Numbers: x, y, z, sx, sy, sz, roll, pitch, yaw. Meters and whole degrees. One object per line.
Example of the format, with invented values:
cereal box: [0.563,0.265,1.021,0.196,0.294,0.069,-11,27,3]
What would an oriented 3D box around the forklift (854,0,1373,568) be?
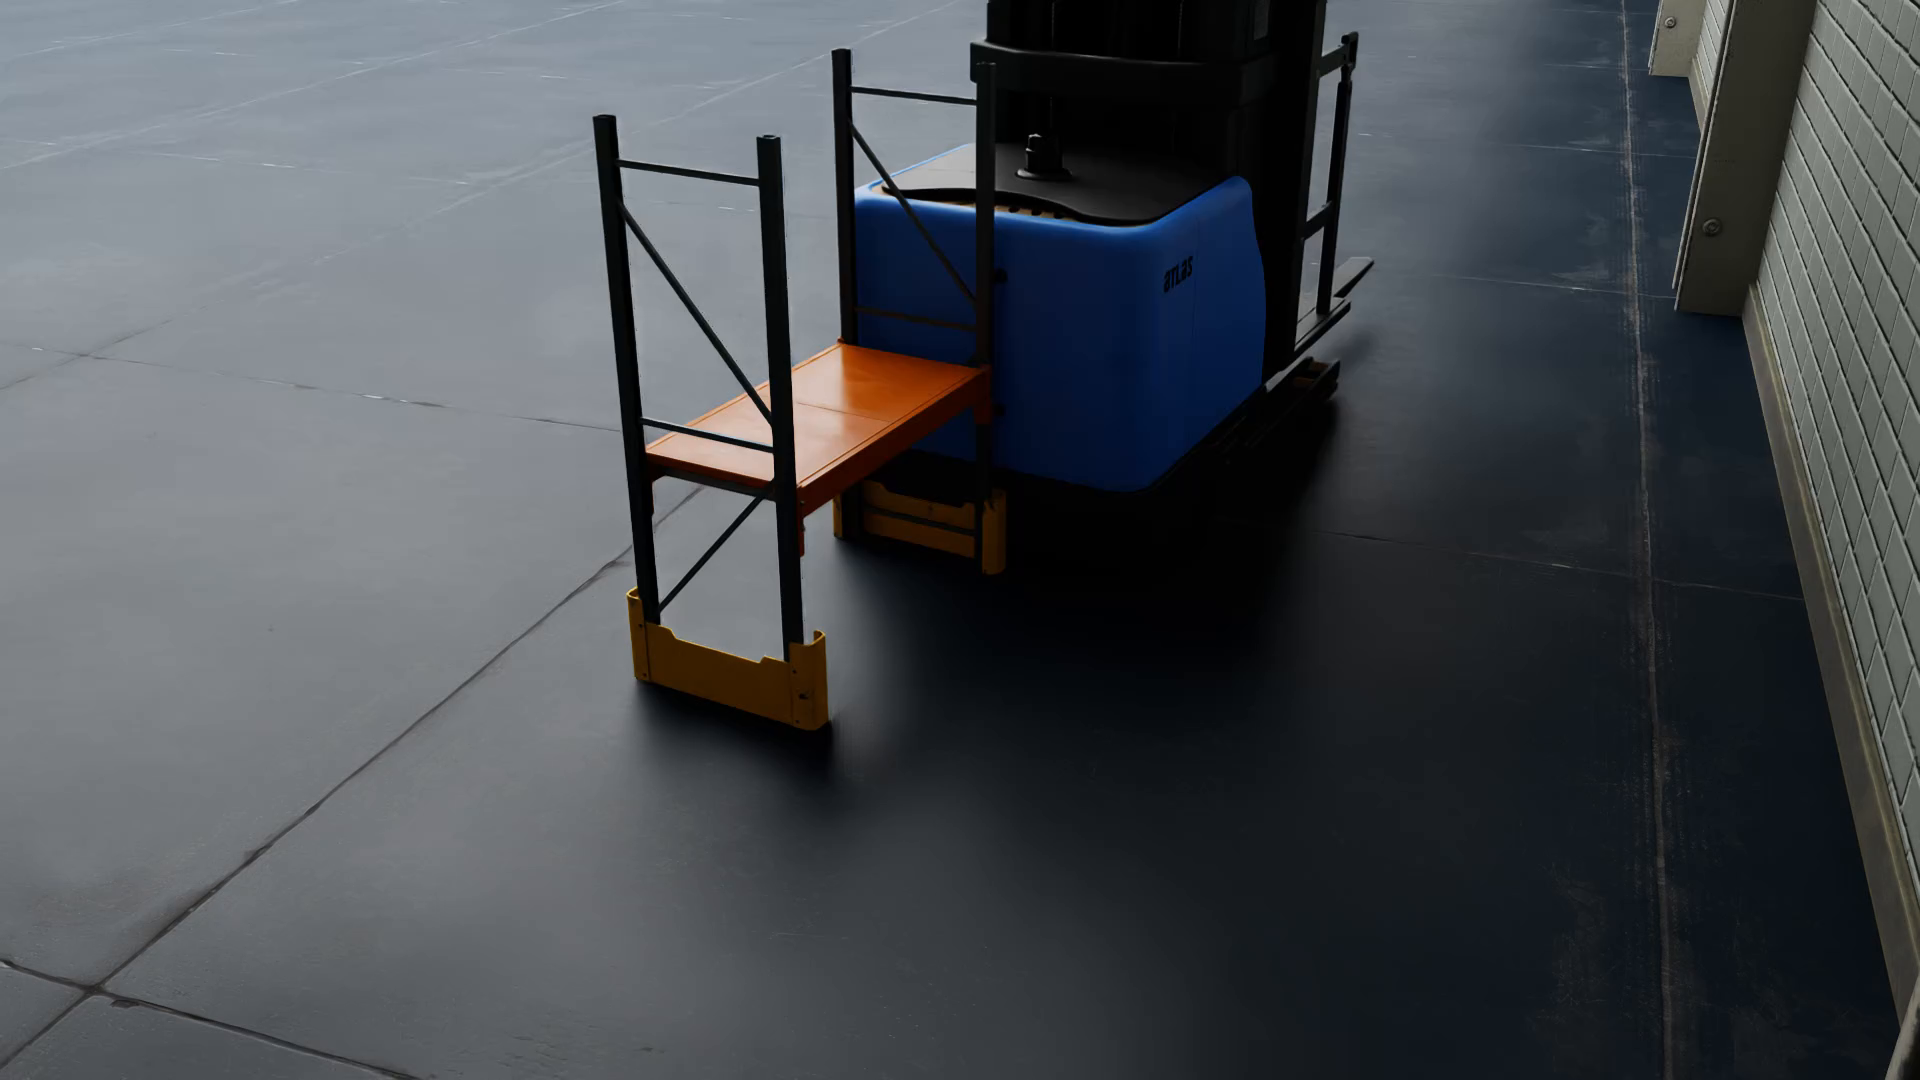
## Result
forklift: [0.786,-1.841,5.690,1.130,2.935,3.031,13,29,26]

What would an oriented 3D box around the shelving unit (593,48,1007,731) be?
shelving unit: [-0.370,-0.451,4.460,0.587,1.500,1.083,13,29,26]

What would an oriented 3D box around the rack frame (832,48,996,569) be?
rack frame: [-0.130,-0.642,4.854,0.500,1.500,0.032,13,29,26]

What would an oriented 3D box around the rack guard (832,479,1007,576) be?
rack guard: [-0.131,-0.079,5.126,0.587,0.250,0.087,13,29,26]

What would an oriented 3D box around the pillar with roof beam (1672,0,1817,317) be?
pillar with roof beam: [-0.690,-5.747,6.794,9.100,9.000,0.400,9,27,17]

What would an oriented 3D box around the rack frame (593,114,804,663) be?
rack frame: [-0.618,-0.253,4.052,0.500,1.500,0.032,13,29,26]

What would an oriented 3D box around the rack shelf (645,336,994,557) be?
rack shelf: [-0.374,-0.286,4.531,0.538,0.185,1.000,13,29,26]

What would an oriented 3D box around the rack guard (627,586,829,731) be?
rack guard: [-0.609,0.302,4.339,0.587,0.250,0.087,13,29,26]

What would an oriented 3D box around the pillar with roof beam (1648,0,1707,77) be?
pillar with roof beam: [1.307,-8.213,11.887,9.100,9.000,0.400,9,27,17]
